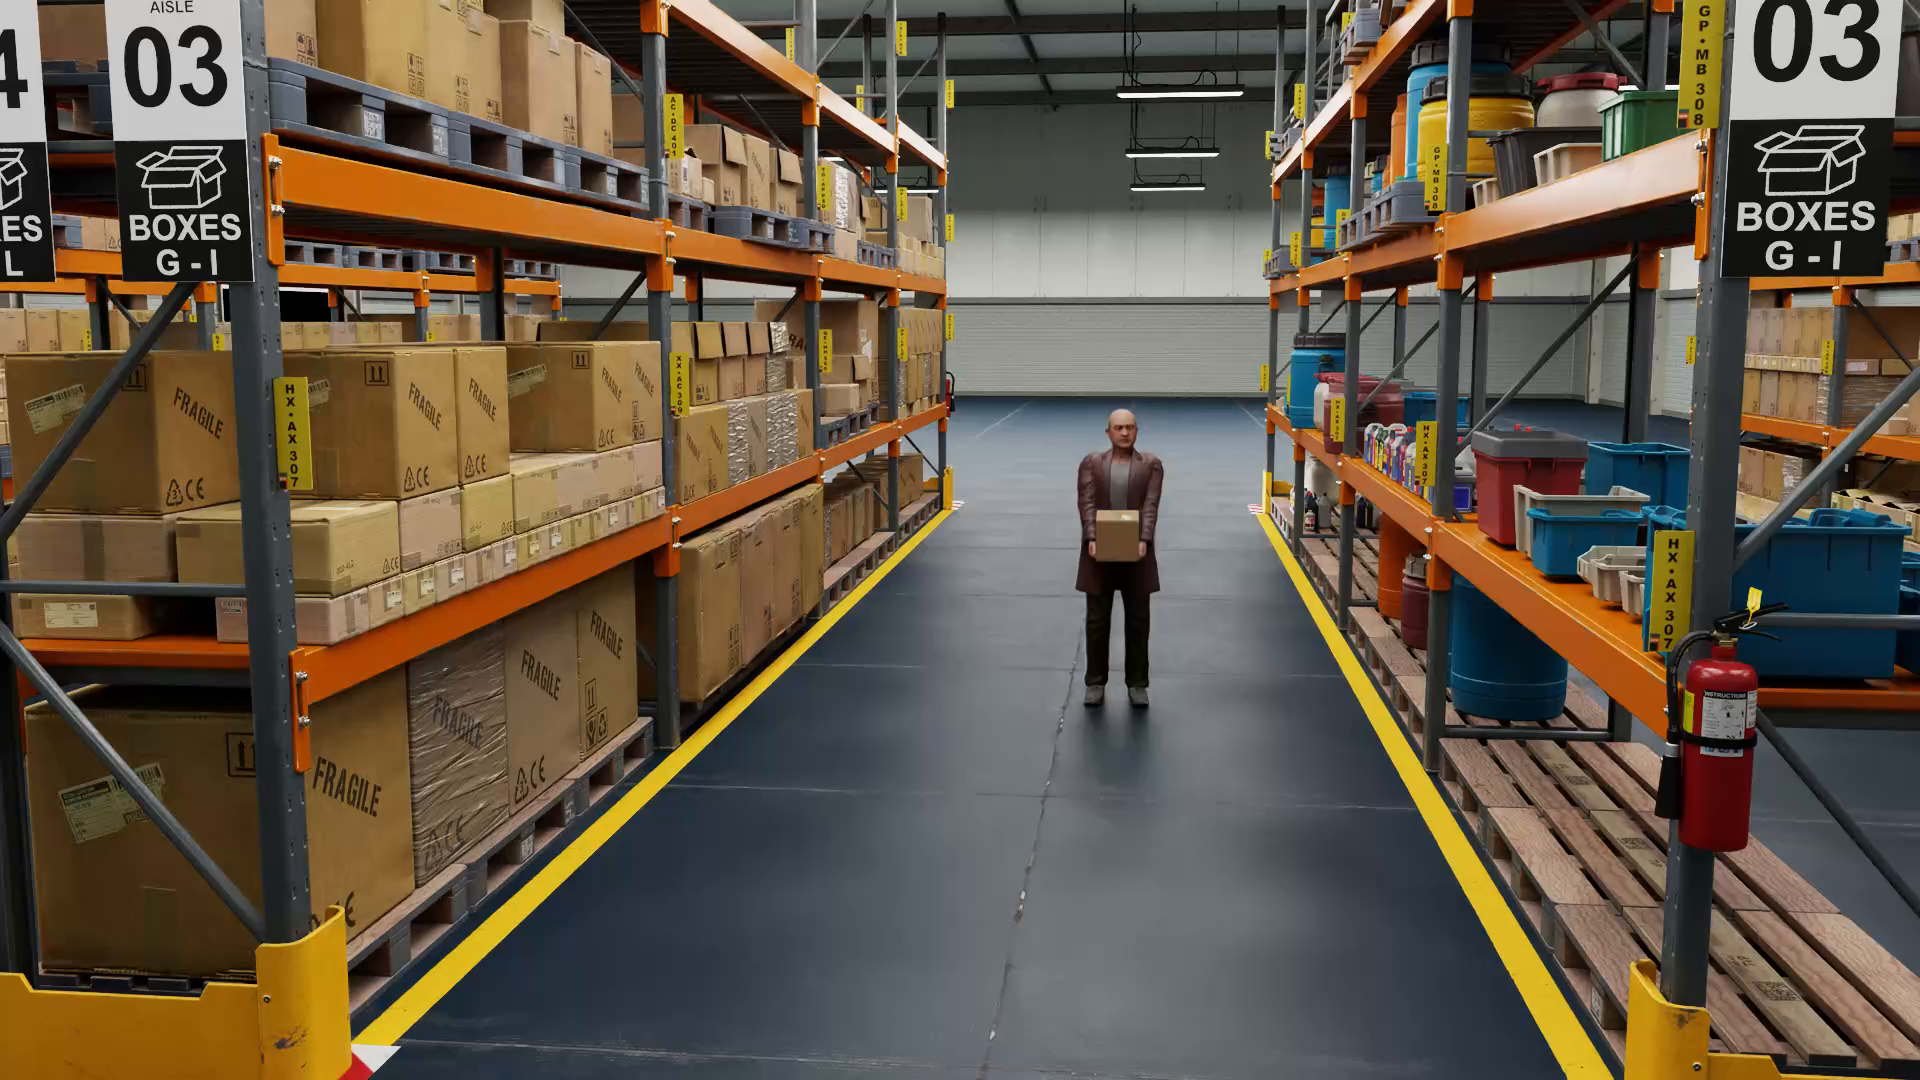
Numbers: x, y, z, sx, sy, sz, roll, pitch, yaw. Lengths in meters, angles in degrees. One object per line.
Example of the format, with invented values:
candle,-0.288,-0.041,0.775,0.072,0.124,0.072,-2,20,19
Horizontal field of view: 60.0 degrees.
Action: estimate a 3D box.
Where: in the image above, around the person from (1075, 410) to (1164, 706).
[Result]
person,0.953,0.115,9.979,0.524,1.779,0.545,1,7,6
